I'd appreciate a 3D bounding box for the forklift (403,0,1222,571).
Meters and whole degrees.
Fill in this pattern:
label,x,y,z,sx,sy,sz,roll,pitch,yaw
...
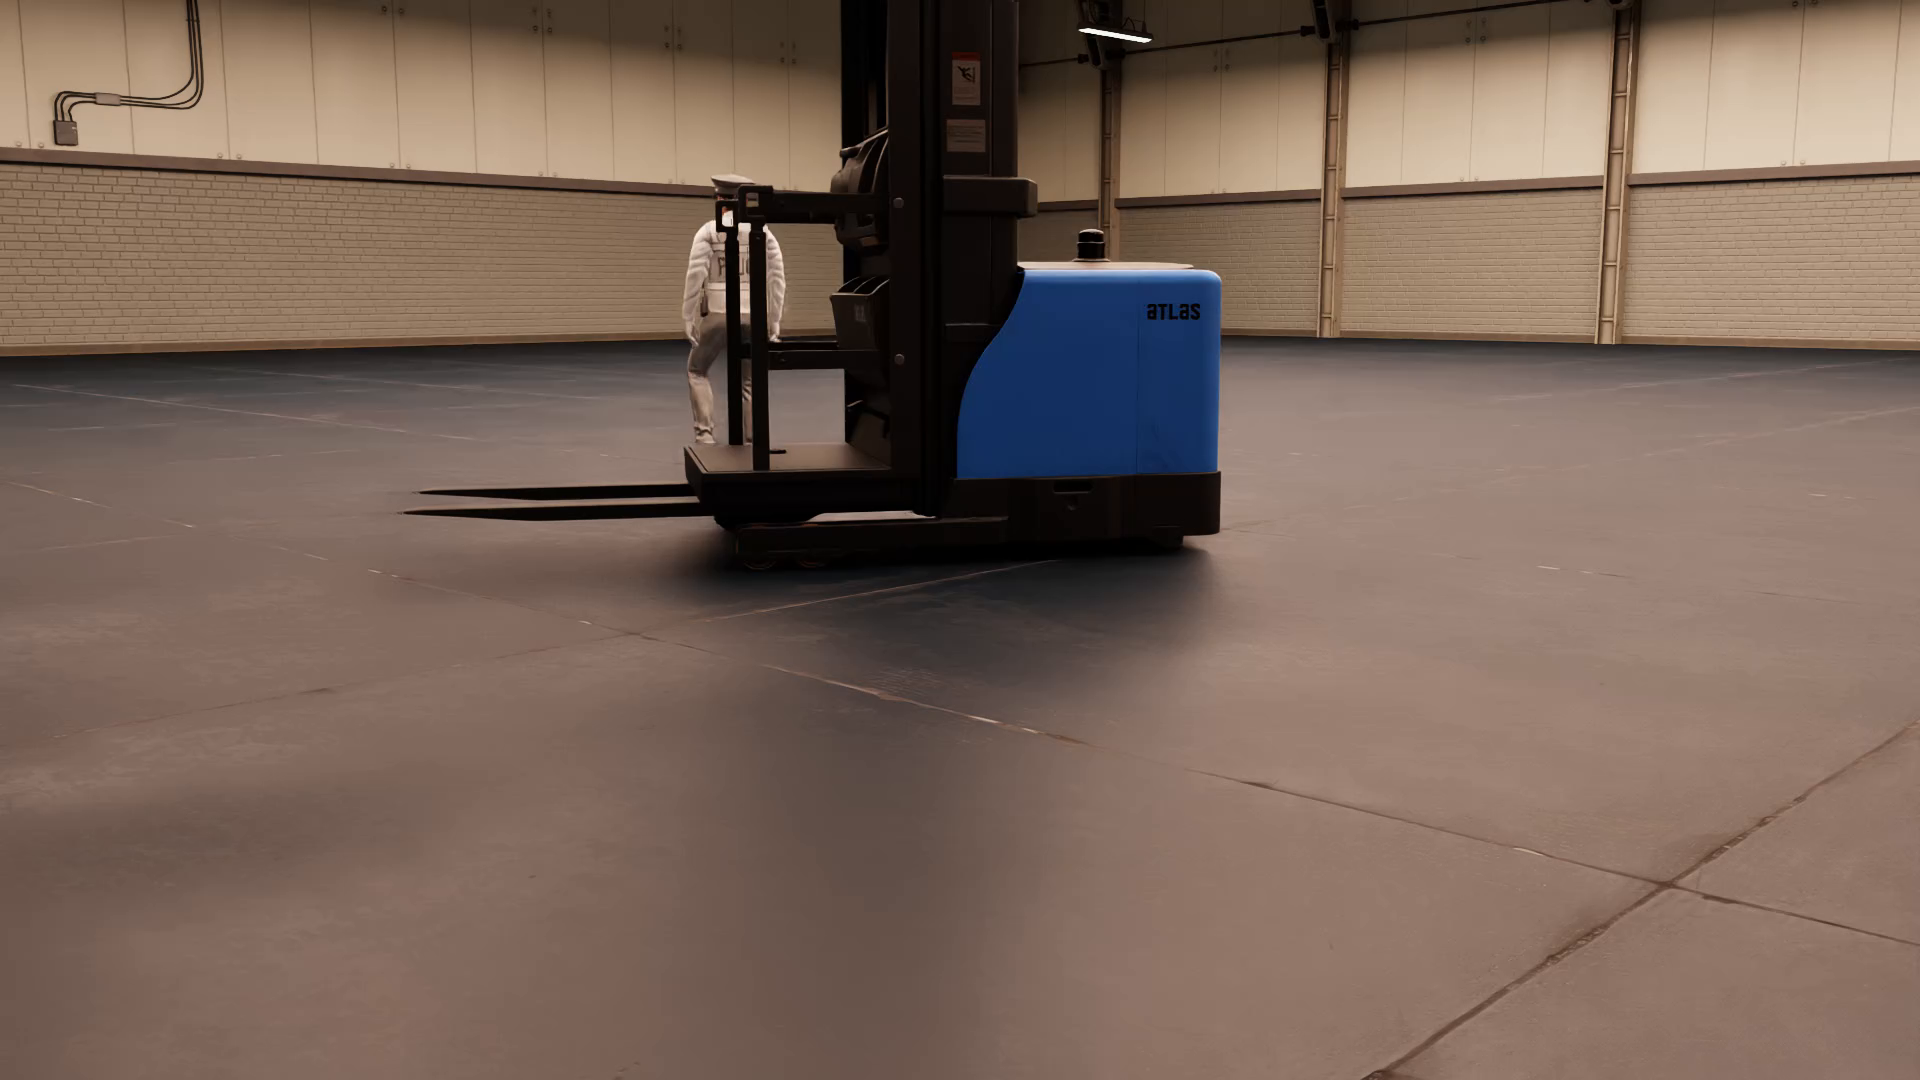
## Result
label,x,y,z,sx,sy,sz,roll,pitch,yaw
forklift,-0.566,-1.426,6.341,3.031,2.935,1.130,-2,9,-13

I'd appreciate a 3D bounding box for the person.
label,x,y,z,sx,sy,sz,roll,pitch,yaw
person,-1.306,-1.231,9.491,0.595,1.693,0.462,-4,9,-23
